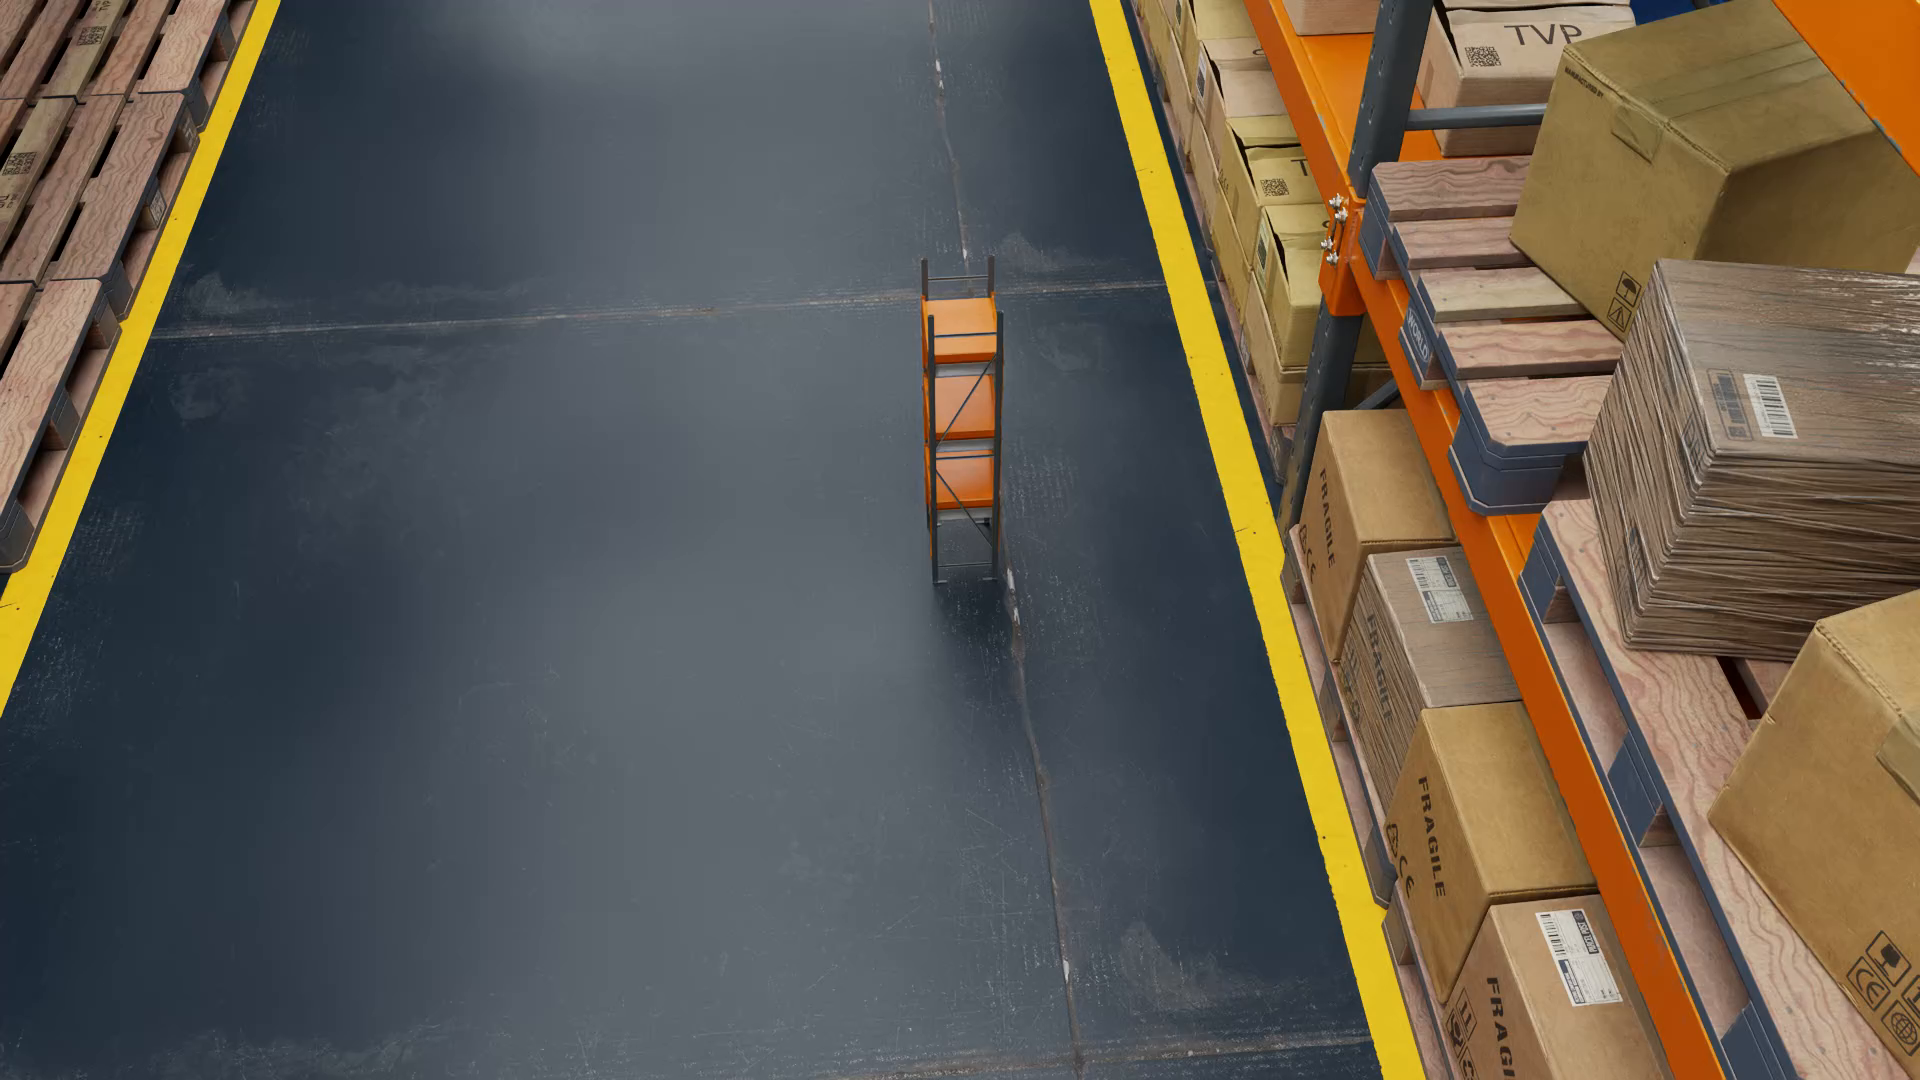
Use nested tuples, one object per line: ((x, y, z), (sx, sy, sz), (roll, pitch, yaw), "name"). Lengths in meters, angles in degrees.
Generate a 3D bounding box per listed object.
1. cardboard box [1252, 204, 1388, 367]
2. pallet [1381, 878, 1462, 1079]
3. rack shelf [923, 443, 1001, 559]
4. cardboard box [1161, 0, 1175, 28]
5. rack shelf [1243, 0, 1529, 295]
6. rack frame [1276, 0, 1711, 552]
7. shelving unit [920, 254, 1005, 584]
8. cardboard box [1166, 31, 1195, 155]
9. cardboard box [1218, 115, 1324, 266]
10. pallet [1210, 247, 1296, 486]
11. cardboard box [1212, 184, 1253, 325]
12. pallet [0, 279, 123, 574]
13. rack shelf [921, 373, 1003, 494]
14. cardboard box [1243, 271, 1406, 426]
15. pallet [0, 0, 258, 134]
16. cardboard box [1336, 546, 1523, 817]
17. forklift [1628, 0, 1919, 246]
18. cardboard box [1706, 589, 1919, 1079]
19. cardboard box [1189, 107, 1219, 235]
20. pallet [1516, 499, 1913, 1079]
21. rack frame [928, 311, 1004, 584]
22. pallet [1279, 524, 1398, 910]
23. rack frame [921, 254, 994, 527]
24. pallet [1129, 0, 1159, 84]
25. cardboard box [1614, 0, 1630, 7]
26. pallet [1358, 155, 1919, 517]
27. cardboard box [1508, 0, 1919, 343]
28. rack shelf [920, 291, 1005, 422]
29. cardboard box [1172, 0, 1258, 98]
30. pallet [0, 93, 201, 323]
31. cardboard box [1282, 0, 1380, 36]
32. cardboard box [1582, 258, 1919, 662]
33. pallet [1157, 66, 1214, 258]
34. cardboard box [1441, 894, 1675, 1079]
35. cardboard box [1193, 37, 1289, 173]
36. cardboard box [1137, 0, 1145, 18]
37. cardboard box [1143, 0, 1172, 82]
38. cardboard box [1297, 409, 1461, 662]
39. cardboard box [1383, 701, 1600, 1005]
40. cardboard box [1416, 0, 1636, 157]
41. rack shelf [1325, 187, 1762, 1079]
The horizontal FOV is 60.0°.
((1.221, -0.826, 5.185), (0.500, 0.311, 0.500), (-2, 47, -2), "cardboard box")
((1.634, 1.311, 3.863), (1.003, 0.211, 1.213), (-3, 47, -3), "pallet")
((0.004, -0.124, 5.042), (0.215, 0.259, 0.240), (-3, 47, -3), "rack shelf")
((1.043, -2.305, 6.586), (0.500, 0.311, 0.500), (-5, 47, -5), "cardboard box")
((1.343, -2.270, 5.830), (1.077, 0.370, 4.000), (-3, 47, -3), "rack shelf")
((1.511, -1.071, 4.198), (1.000, 3.000, 0.127), (-3, 47, -3), "rack frame")
((0.004, -0.322, 4.832), (0.215, 1.050, 0.252), (-3, 47, -3), "shelving unit")
((1.092, -1.744, 6.441), (0.500, 0.250, 0.500), (-3, 47, -3), "cardboard box")
((1.171, -1.202, 5.541), (0.500, 0.311, 0.500), (-4, 47, -4), "cardboard box")
((1.480, -0.710, 5.777), (1.003, 0.211, 1.213), (-3, 47, -3), "pallet")
((1.177, -1.008, 5.743), (0.500, 0.250, 0.500), (-4, 47, -4), "cardboard box")
((-3.452, -0.376, 5.461), (1.003, 0.211, 1.213), (-3, 47, -3), "pallet")
((0.004, -0.315, 4.840), (0.215, 0.259, 0.240), (-3, 47, -3), "rack shelf")
((1.223, -0.635, 5.390), (0.500, 0.250, 0.500), (-2, 47, -2), "cardboard box")
((-3.656, -2.142, 7.133), (1.003, 0.211, 1.213), (-3, 47, -3), "pallet")
((1.313, 0.363, 4.259), (0.500, 0.500, 0.500), (-5, 47, -5), "cardboard box")
((3.239, -1.874, 5.006), (1.130, 2.935, 3.031), (-5, 47, -5), "forklift")
((1.636, 0.370, 2.476), (0.700, 0.500, 0.500), (-14, 48, -13), "cardboard box")
((1.138, -1.372, 6.088), (0.500, 0.250, 0.500), (-3, 47, -2), "cardboard box")
((1.678, 0.402, 2.936), (1.003, 0.211, 1.213), (-3, 47, -3), "pallet")
((0.015, -0.234, 4.749), (0.200, 1.050, 0.008), (-3, 47, -3), "rack frame")
((1.535, 0.431, 4.697), (1.003, 0.211, 1.213), (-3, 47, -3), "pallet")
((-0.006, -0.411, 4.916), (0.200, 1.050, 0.008), (-3, 47, -3), "rack frame")
((1.276, -2.475, 7.449), (1.003, 0.211, 1.213), (-3, 47, -3), "pallet")
((1.629, -1.699, 4.854), (0.500, 0.311, 0.500), (-4, 47, -4), "cardboard box")
((1.637, -0.519, 3.807), (1.213, 0.211, 1.003), (-3, 47, -3), "pallet")
((1.676, -0.801, 3.584), (0.700, 0.500, 0.500), (-18, 49, -16), "cardboard box")
((0.004, -0.510, 4.634), (0.215, 0.259, 0.240), (-3, 47, -3), "rack shelf")
((1.092, -1.930, 6.230), (0.500, 0.311, 0.500), (-2, 47, -2), "cardboard box")
((-3.551, -1.257, 6.295), (1.003, 0.211, 1.213), (-3, 47, -3), "pallet")
((1.160, -1.618, 4.890), (0.380, 0.149, 0.250), (-3, 47, -3), "cardboard box")
((1.562, -0.127, 2.947), (0.700, 0.500, 0.500), (4, 47, 4), "cardboard box")
((1.381, -1.591, 6.611), (1.003, 0.211, 1.213), (-3, 47, -3), "pallet")
((1.399, 1.103, 3.558), (0.500, 0.500, 0.500), (-5, 47, -5), "cardboard box")
((1.132, -1.567, 5.887), (0.500, 0.311, 0.500), (-4, 47, -4), "cardboard box")
((1.004, -2.487, 7.144), (0.500, 0.250, 0.500), (-2, 47, -2), "cardboard box")
((1.050, -2.112, 6.789), (0.500, 0.250, 0.500), (-5, 47, -5), "cardboard box")
((1.264, -0.016, 4.618), (0.500, 0.500, 0.500), (-2, 47, -2), "cardboard box")
((1.350, 0.726, 3.915), (0.500, 0.500, 0.500), (-4, 47, -4), "cardboard box")
((1.524, -1.306, 4.482), (0.500, 0.311, 0.500), (-1, 47, -1), "cardboard box")
((1.678, 0.624, 3.089), (1.077, 0.370, 4.000), (-3, 47, -3), "rack shelf")
